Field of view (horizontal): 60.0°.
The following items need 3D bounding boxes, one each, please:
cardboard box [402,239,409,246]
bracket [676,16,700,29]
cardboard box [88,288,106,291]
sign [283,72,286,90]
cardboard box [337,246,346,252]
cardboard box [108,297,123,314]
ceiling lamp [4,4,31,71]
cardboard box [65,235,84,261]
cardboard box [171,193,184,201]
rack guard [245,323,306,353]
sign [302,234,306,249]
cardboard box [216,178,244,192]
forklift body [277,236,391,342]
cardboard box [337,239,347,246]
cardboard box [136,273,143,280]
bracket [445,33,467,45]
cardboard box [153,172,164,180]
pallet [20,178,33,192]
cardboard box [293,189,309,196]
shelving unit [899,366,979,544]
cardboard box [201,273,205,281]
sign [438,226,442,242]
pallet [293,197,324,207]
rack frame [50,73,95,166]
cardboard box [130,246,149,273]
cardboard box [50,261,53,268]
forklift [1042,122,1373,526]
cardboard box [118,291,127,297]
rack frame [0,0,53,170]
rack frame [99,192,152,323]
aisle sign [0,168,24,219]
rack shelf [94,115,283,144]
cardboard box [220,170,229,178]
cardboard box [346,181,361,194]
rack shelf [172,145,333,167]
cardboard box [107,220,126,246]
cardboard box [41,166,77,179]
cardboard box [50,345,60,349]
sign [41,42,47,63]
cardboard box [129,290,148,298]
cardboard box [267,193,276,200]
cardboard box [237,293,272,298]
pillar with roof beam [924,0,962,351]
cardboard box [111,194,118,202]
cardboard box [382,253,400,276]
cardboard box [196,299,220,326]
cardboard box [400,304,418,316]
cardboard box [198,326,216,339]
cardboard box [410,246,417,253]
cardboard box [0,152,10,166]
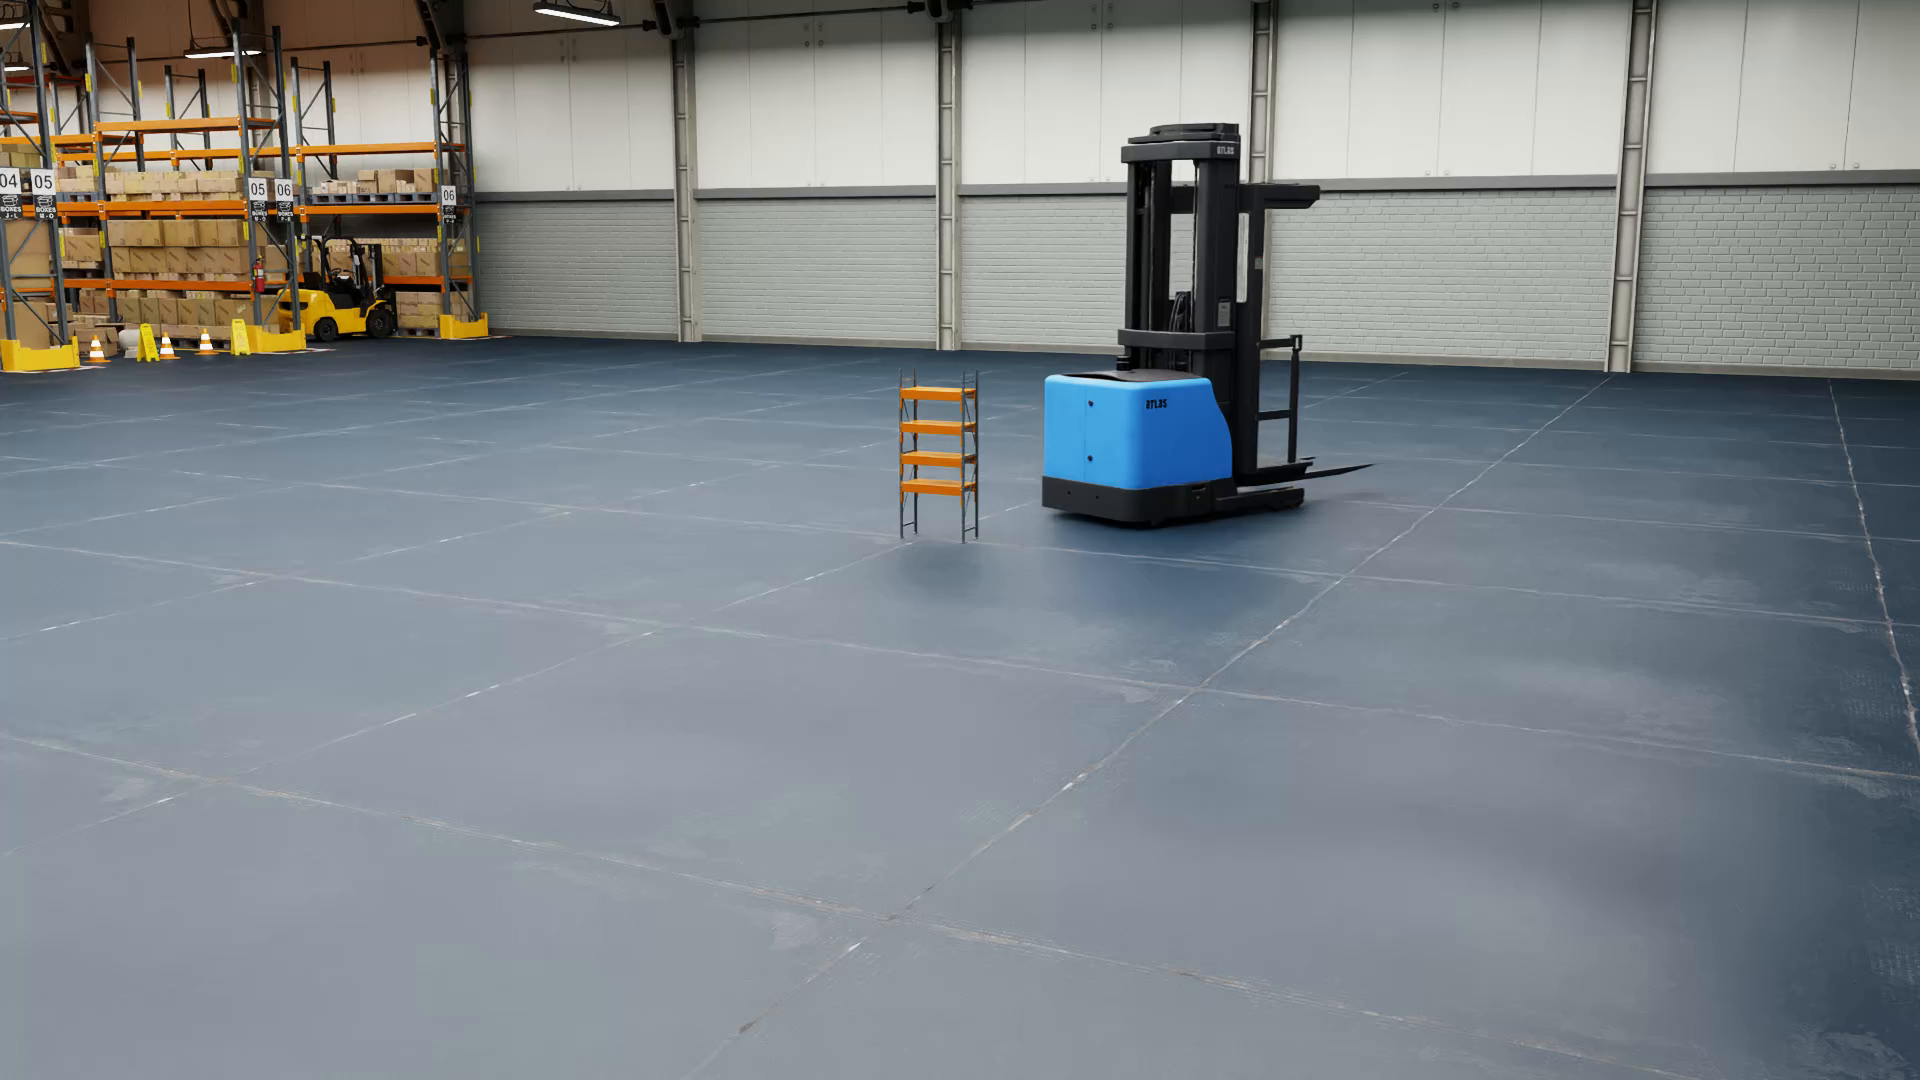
[{"bbox_3d":[-11.833,-6.443,35.970,0.250,0.149,0.380,5,11,26],"label":"cardboard box"},{"bbox_3d":[-5.376,-10.231,32.886,0.430,0.232,0.235,5,11,26],"label":"bracket"},{"bbox_3d":[-21.050,-6.176,40.613,0.250,0.149,0.380,4,11,23],"label":"cardboard box"},{"bbox_3d":[-12.699,-8.616,31.221,0.005,0.325,0.100,5,11,26],"label":"sign"},{"bbox_3d":[-13.497,-6.420,36.680,0.250,0.149,0.380,5,12,27],"label":"cardboard box"},{"bbox_3d":[-20.246,-5.639,40.305,0.500,0.500,0.500,5,11,24],"label":"cardboard box"},{"bbox_3d":[-21.729,-12.224,37.615,2.000,3.185,0.800,5,11,26],"label":"ceiling lamp"},{"bbox_3d":[-17.488,-5.834,33.249,0.500,0.500,0.500,5,11,26],"label":"cardboard box"},{"bbox_3d":[-14.780,-6.528,31.660,0.250,0.149,0.380,5,11,25],"label":"cardboard box"},{"bbox_3d":[-13.008,-3.854,31.623,0.348,0.500,1.175,5,11,26],"label":"rack guard"},{"bbox_3d":[-14.565,-6.630,36.911,0.005,0.325,0.100,5,11,26],"label":"sign"},{"bbox_3d":[-13.518,-6.624,31.072,0.500,0.250,0.500,5,11,25],"label":"cardboard box"},{"bbox_3d":[-13.254,-5.312,35.040,1.214,2.155,2.313,5,11,26],"label":"forklift body"},{"bbox_3d":[-13.487,-6.567,36.657,0.250,0.149,0.380,5,12,27],"label":"cardboard box"},{"bbox_3d":[-15.885,-5.166,32.558,0.250,0.149,0.380,5,11,26],"label":"cardboard box"},{"bbox_3d":[-10.757,-10.704,35.498,0.430,0.232,0.235,5,11,26],"label":"bracket"},{"bbox_3d":[-15.197,-6.967,31.849,0.250,0.149,0.380,5,11,25],"label":"cardboard box"},{"bbox_3d":[-15.709,-5.769,27.009,1.213,0.211,1.003,5,11,26],"label":"pallet"},{"bbox_3d":[-15.008,-7.893,37.742,0.250,0.149,0.380,5,11,26],"label":"cardboard box"},{"bbox_3d":[-0.148,-0.603,11.695,0.503,1.200,0.258,5,11,26],"label":"shelving unit"},{"bbox_3d":[-14.278,-5.034,31.827,0.250,0.149,0.380,5,11,27],"label":"cardboard box"},{"bbox_3d":[-10.999,-6.472,35.152,0.005,0.325,0.100,5,11,26],"label":"sign"},{"bbox_3d":[-15.131,-7.636,37.613,1.217,0.209,0.805,5,11,24],"label":"pallet"},{"bbox_3d":[-21.508,-9.769,40.439,0.127,3.000,1.000,5,11,26],"label":"rack frame"},{"bbox_3d":[-15.795,-5.474,32.438,0.500,0.500,0.500,5,11,26],"label":"cardboard box"},{"bbox_3d":[-18.210,-5.593,33.736,0.250,0.149,0.380,5,11,24],"label":"cardboard box"},{"bbox_3d":[2.090,-1.734,13.082,3.031,2.935,1.130,-8,13,-38],"label":"forklift"},{"bbox_3d":[-20.105,-5.949,40.197,0.250,0.149,0.380,5,12,28],"label":"cardboard box"},{"bbox_3d":[-15.039,-7.232,26.421,0.127,3.000,1.000,5,11,26],"label":"rack frame"},{"bbox_3d":[-16.527,-5.394,33.108,0.127,3.000,1.000,5,11,26],"label":"rack frame"},{"bbox_3d":[-15.108,-5.505,26.428,0.004,0.787,0.394,5,11,26],"label":"aisle sign"},{"bbox_3d":[-14.733,-7.832,31.768,4.000,0.370,1.077,5,11,26],"label":"rack shelf"},{"bbox_3d":[-13.588,-6.829,31.084,0.250,0.149,0.380,5,12,27],"label":"cardboard box"},{"bbox_3d":[-13.137,-7.687,36.275,0.258,0.266,0.396,5,11,24],"label":"cardboard box"},{"bbox_3d":[-16.127,-8.745,37.927,4.000,0.370,1.077,5,11,26],"label":"rack shelf"},{"bbox_3d":[-16.228,-6.012,32.601,0.500,0.500,0.700,5,11,25],"label":"cardboard box"},{"bbox_3d":[-18.028,-7.351,33.338,0.500,0.250,0.500,5,12,27],"label":"cardboard box"},{"bbox_3d":[-16.270,-3.408,29.817,0.258,0.266,0.396,7,13,36],"label":"cardboard box"},{"bbox_3d":[-14.788,-7.858,26.810,0.005,0.325,0.100,5,11,26],"label":"sign"},{"bbox_3d":[-16.032,-4.826,32.589,0.250,0.149,0.380,5,11,27],"label":"cardboard box"},{"bbox_3d":[-13.093,-6.509,31.553,0.250,0.149,0.380,5,11,26],"label":"cardboard box"},{"bbox_3d":[-16.174,-5.385,38.552,0.625,0.625,0.875,5,11,23],"label":"cardboard box"},{"bbox_3d":[-2.116,-7.389,27.289,0.548,9.000,9.100,5,11,26],"label":"pillar with roof beam"},{"bbox_3d":[-16.354,-6.682,32.508,0.250,0.149,0.380,5,11,25],"label":"cardboard box"},{"bbox_3d":[-12.225,-6.000,36.179,0.500,0.500,0.500,5,11,25],"label":"cardboard box"},{"bbox_3d":[-14.243,-4.363,31.851,0.500,0.500,0.500,6,12,28],"label":"cardboard box"},{"bbox_3d":[-11.766,-5.001,36.076,0.500,0.250,0.500,5,11,25],"label":"cardboard box"},{"bbox_3d":[-14.245,-3.995,31.921,0.500,0.250,0.500,5,11,26],"label":"cardboard box"},{"bbox_3d":[-11.630,-6.268,35.838,0.250,0.149,0.380,5,12,27],"label":"cardboard box"},{"bbox_3d":[-15.602,-6.078,26.595,0.500,0.250,0.500,5,11,27],"label":"cardboard box"}]
